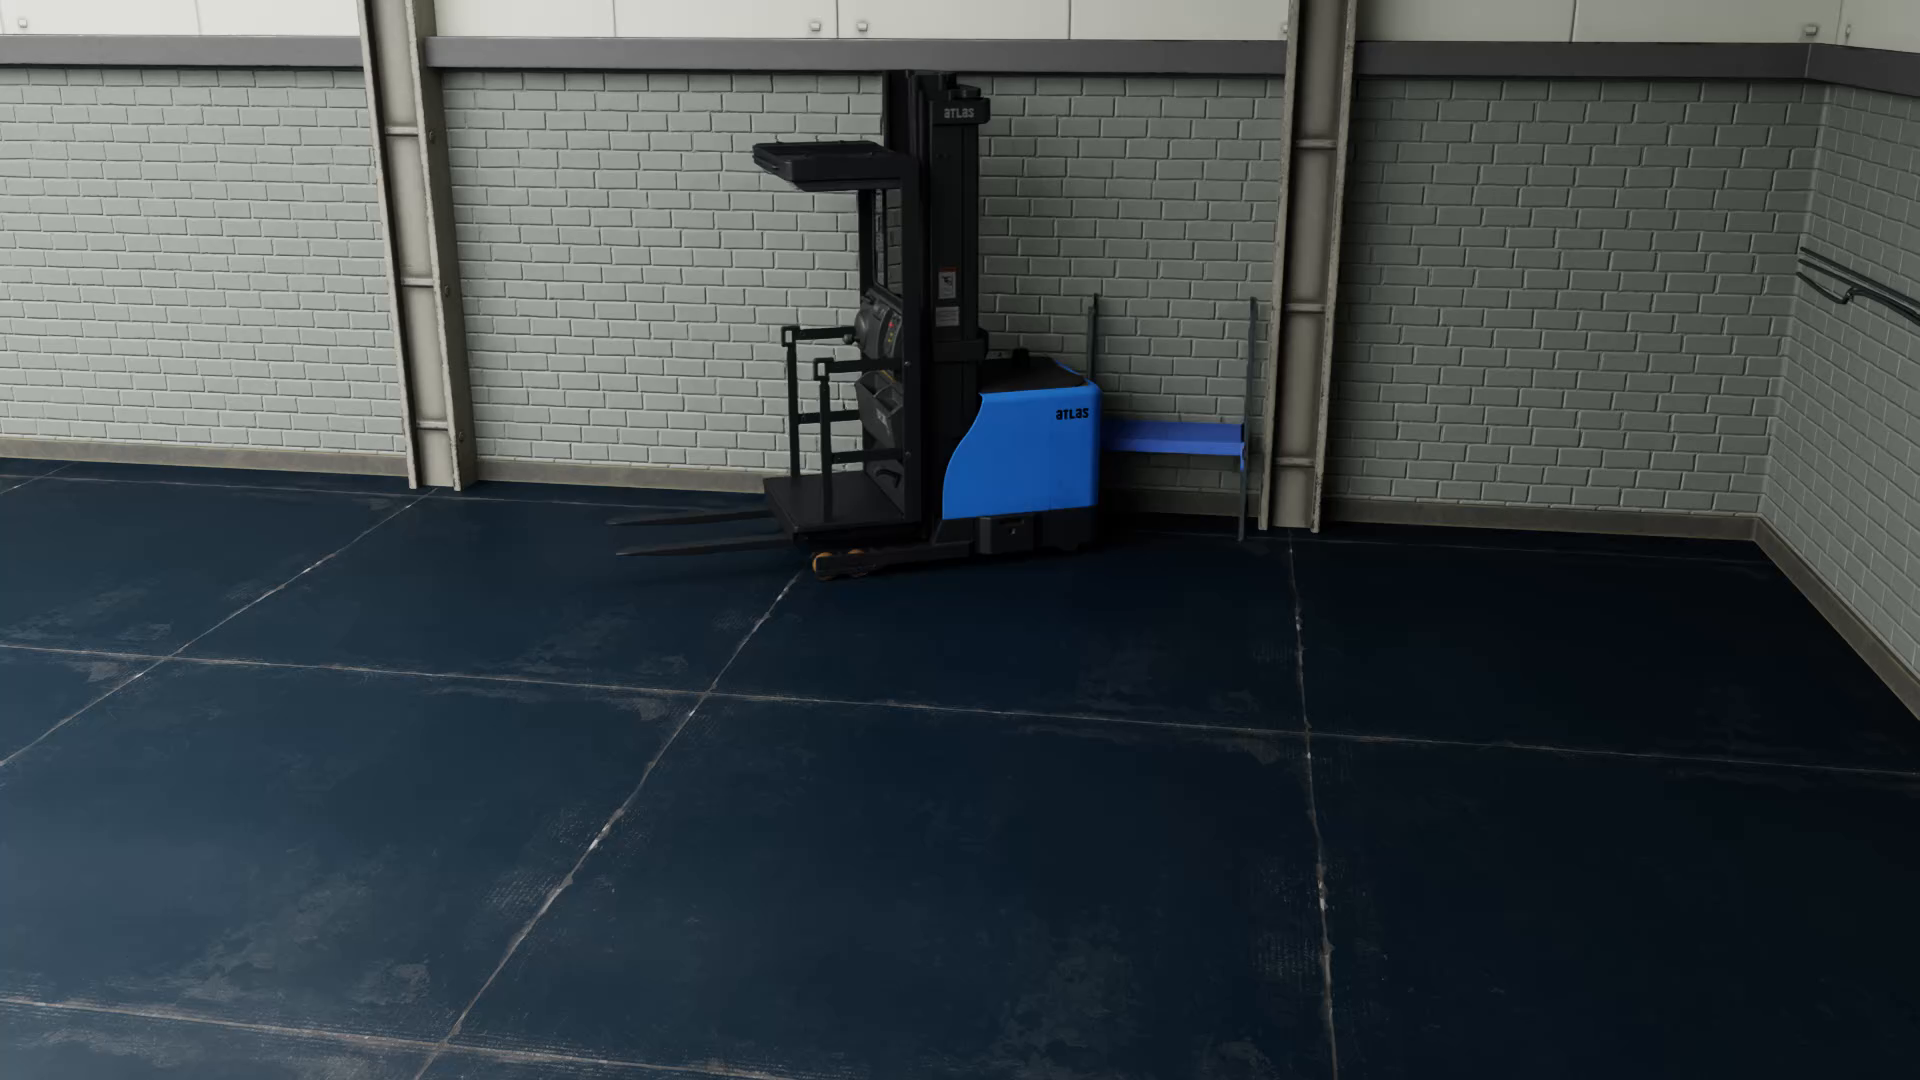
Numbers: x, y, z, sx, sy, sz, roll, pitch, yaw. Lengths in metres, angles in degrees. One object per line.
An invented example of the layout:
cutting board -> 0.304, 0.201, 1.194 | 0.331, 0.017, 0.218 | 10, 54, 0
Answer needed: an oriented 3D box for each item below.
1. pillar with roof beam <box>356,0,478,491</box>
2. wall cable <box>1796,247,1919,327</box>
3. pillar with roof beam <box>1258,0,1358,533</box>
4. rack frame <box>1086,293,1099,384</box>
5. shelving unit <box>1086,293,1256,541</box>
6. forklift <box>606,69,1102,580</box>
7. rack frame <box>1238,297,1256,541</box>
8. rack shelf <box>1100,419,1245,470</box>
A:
pillar with roof beam -> -4.409, -3.328, 6.568 | 0.400, 9.000, 9.100 | 3, 19, 9
wall cable -> 4.897, -2.340, 8.508 | 0.112, 2.526, 3.097 | 3, 19, 9
pillar with roof beam -> 1.515, -3.026, 5.666 | 0.400, 9.000, 9.100 | 3, 19, 9
rack frame -> 0.858, -0.835, 10.935 | 0.032, 1.500, 0.500 | 3, 19, 9
shelving unit -> 1.360, -0.810, 10.859 | 1.048, 1.500, 0.538 | 3, 19, 9
forklift -> -0.683, -1.334, 10.170 | 3.031, 2.935, 1.130 | -5, 19, -16
rack frame -> 1.862, -0.784, 10.782 | 0.032, 1.500, 0.500 | 3, 19, 9
rack shelf -> 1.360, -0.639, 10.916 | 1.000, 0.185, 0.538 | 3, 19, 9
